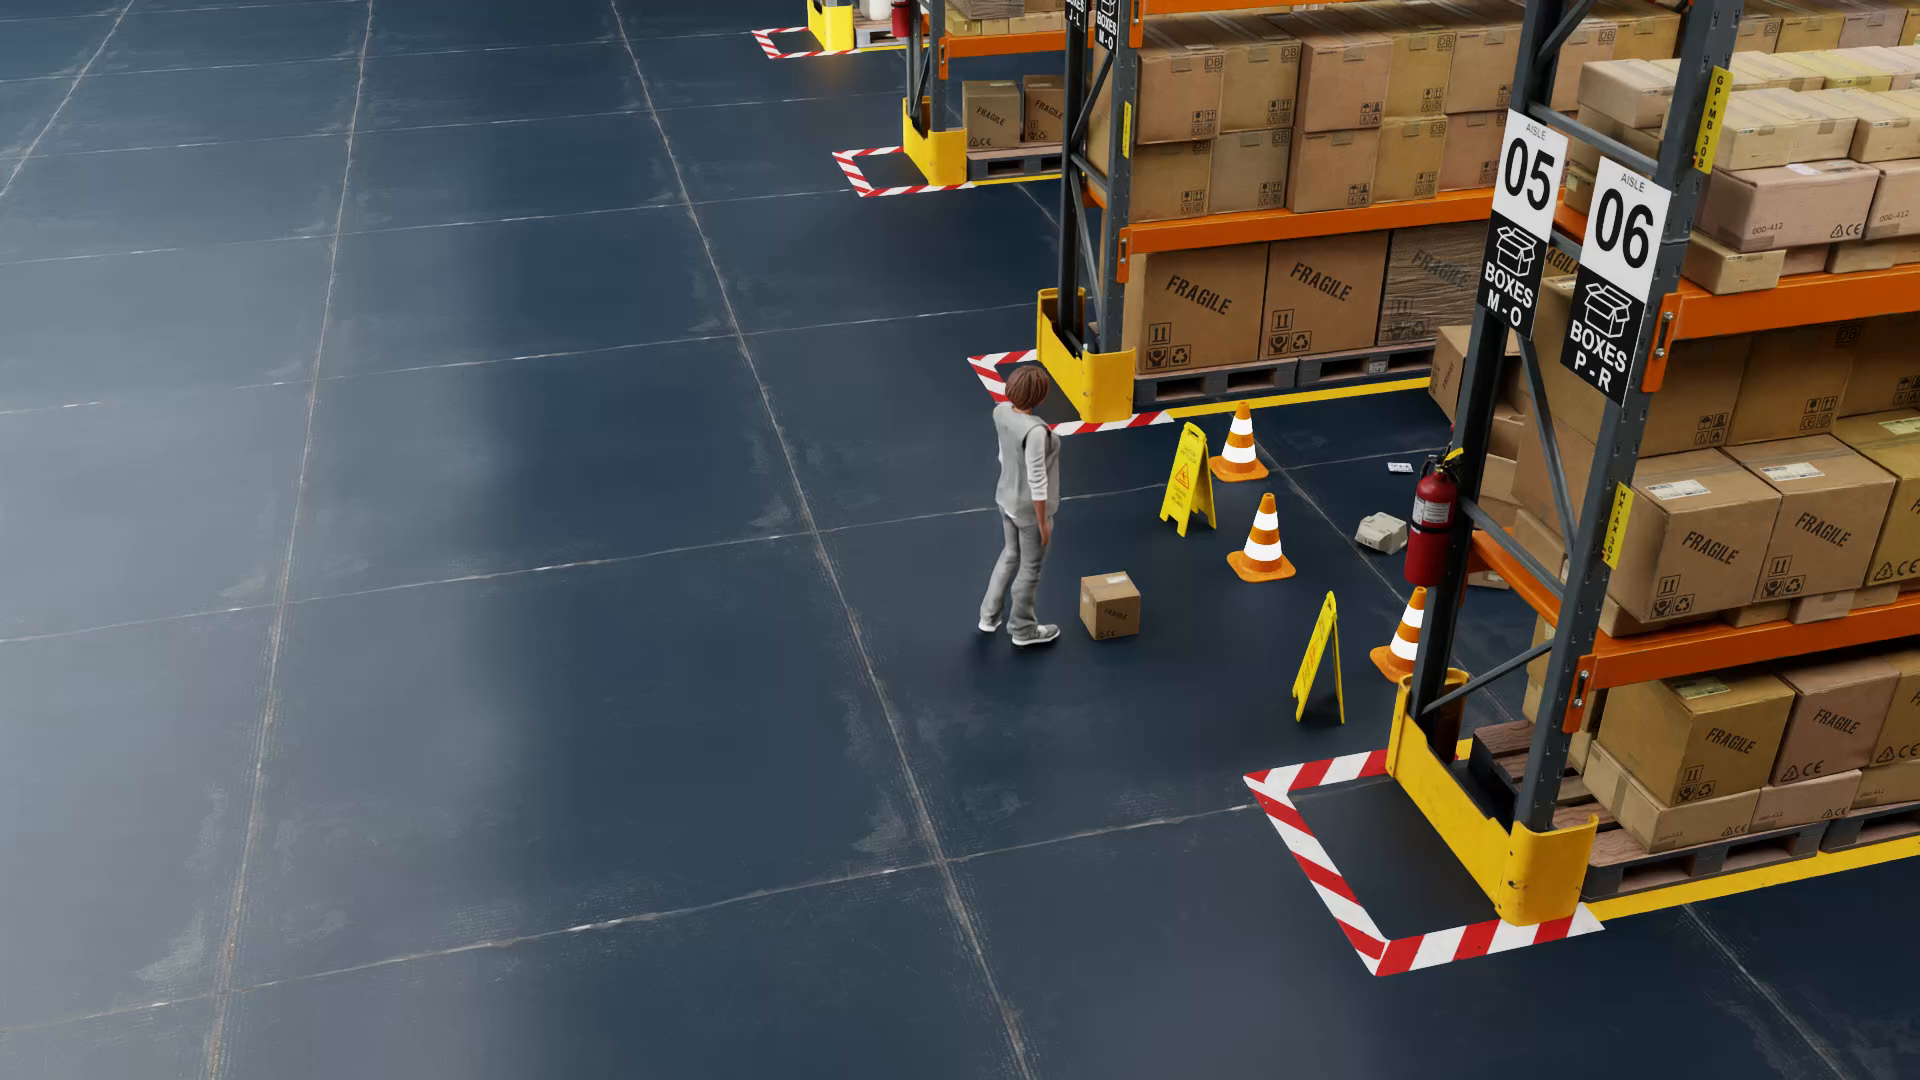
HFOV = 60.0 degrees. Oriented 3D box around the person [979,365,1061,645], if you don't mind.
[{"bbox_3d":[0.313,-0.173,8.498,0.398,1.593,0.466,-16,34,-25],"label":"person"}]
